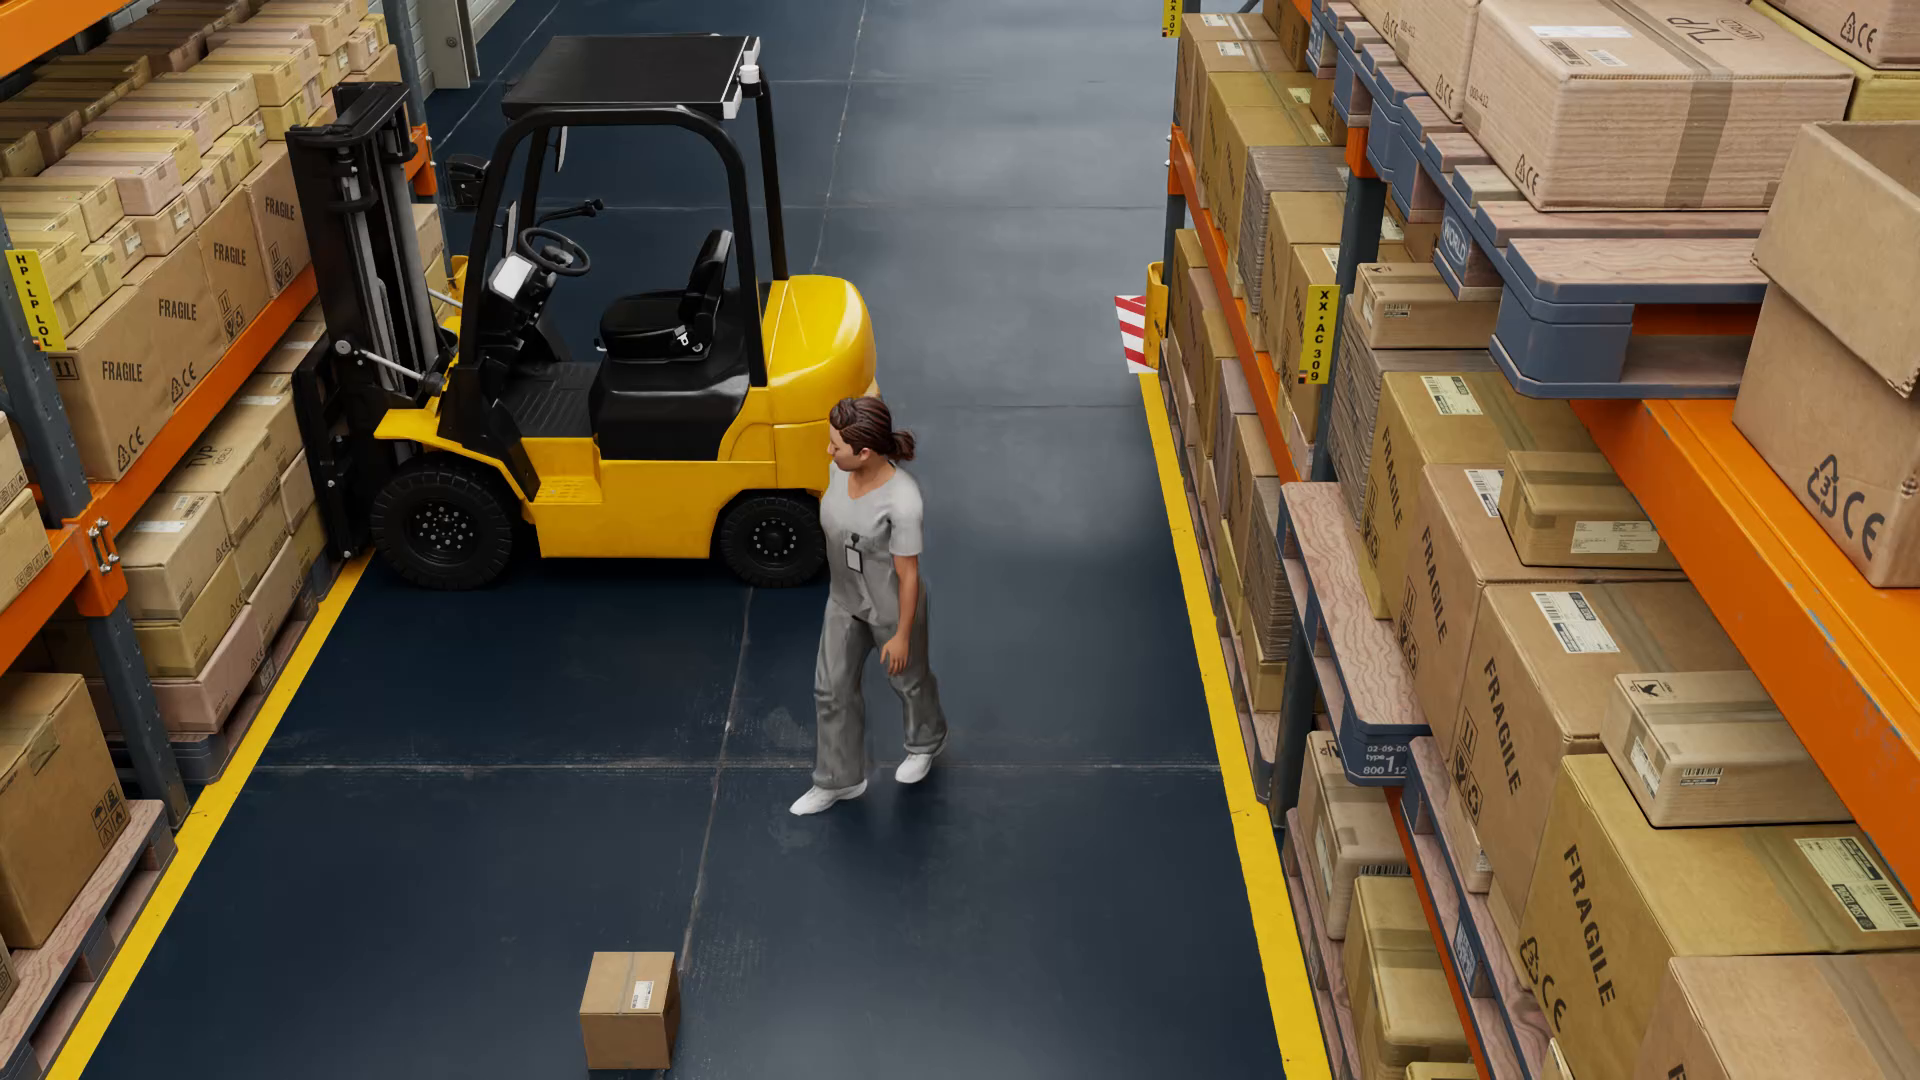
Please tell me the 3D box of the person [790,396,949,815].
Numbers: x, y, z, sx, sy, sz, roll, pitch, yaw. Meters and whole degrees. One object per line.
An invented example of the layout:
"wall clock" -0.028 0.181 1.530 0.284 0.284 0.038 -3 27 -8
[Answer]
"person" -0.270 0.238 5.774 0.462 1.714 0.637 23 39 33
